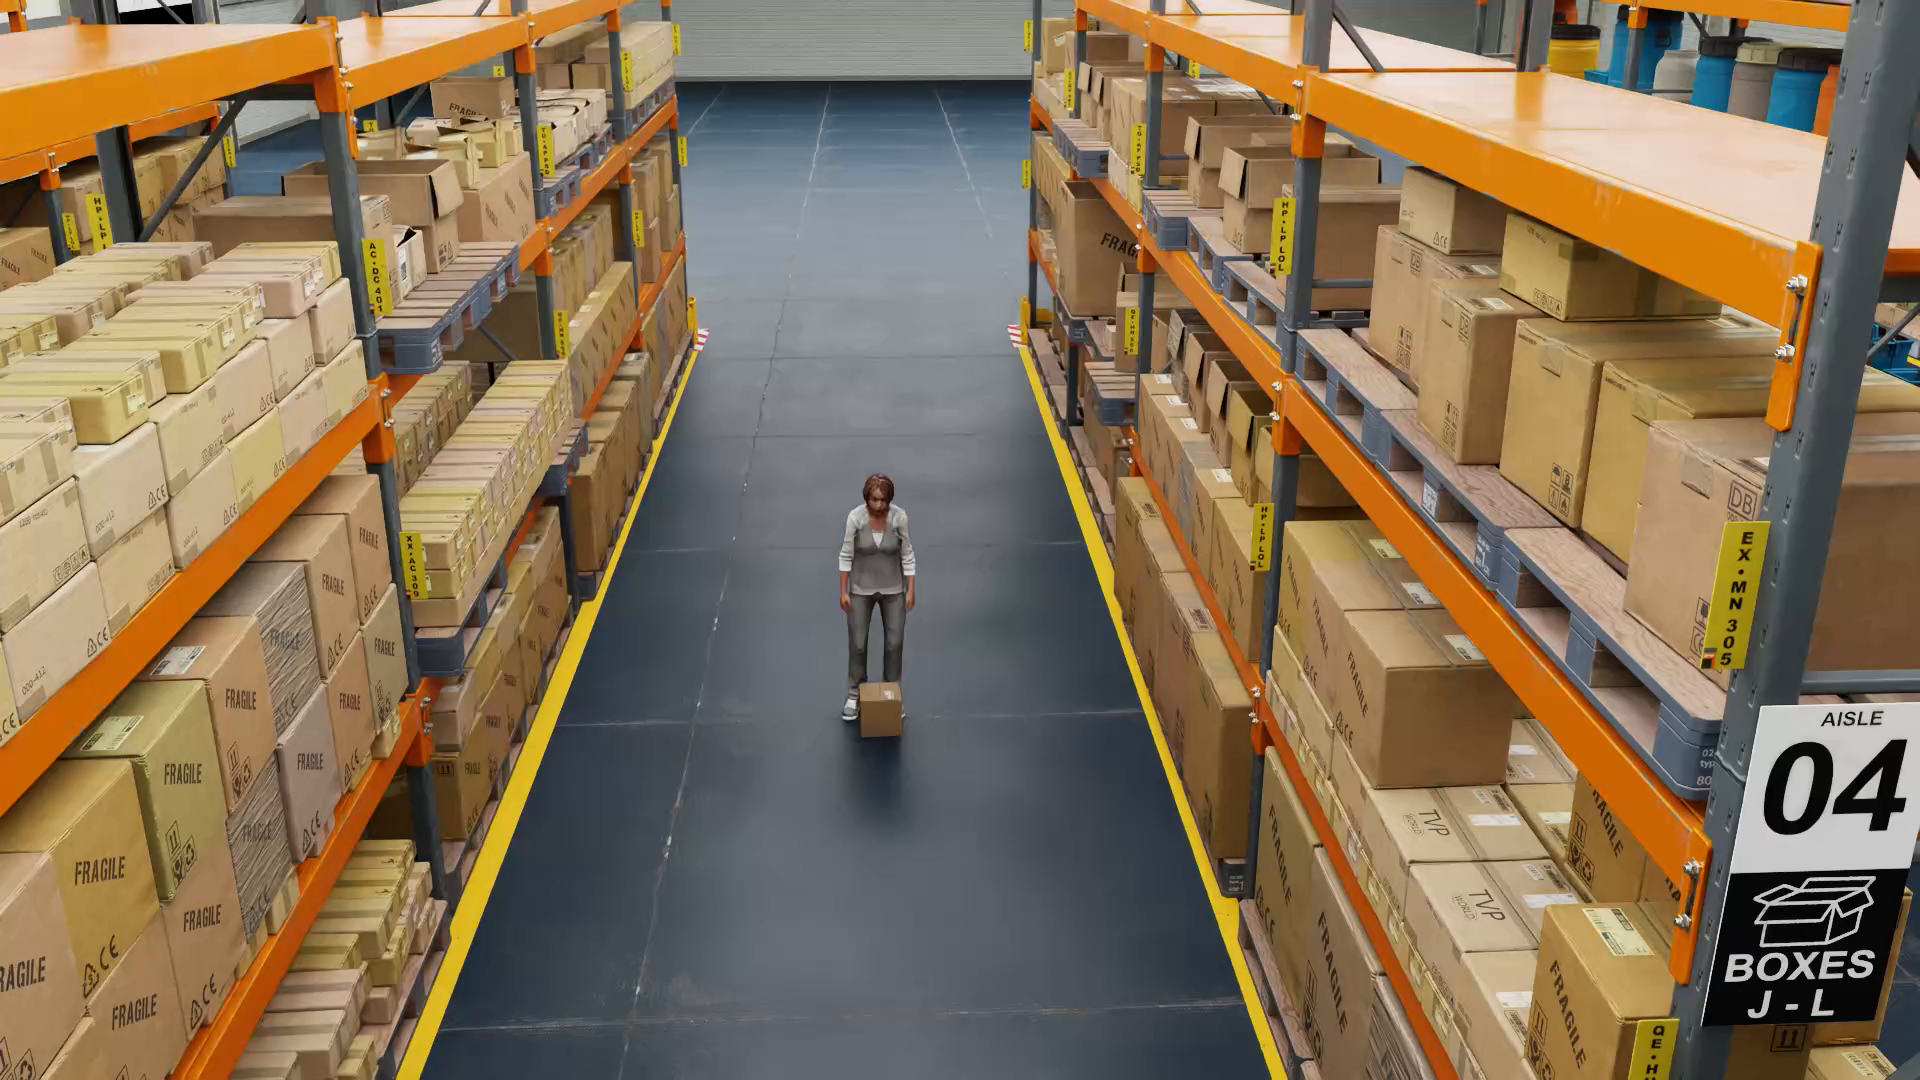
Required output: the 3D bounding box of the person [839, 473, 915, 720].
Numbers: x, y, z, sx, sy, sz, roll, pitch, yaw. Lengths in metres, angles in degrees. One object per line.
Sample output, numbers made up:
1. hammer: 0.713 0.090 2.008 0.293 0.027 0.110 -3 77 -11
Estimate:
1. person: -0.509 0.333 10.212 0.476 1.593 0.348 -2 21 -4
